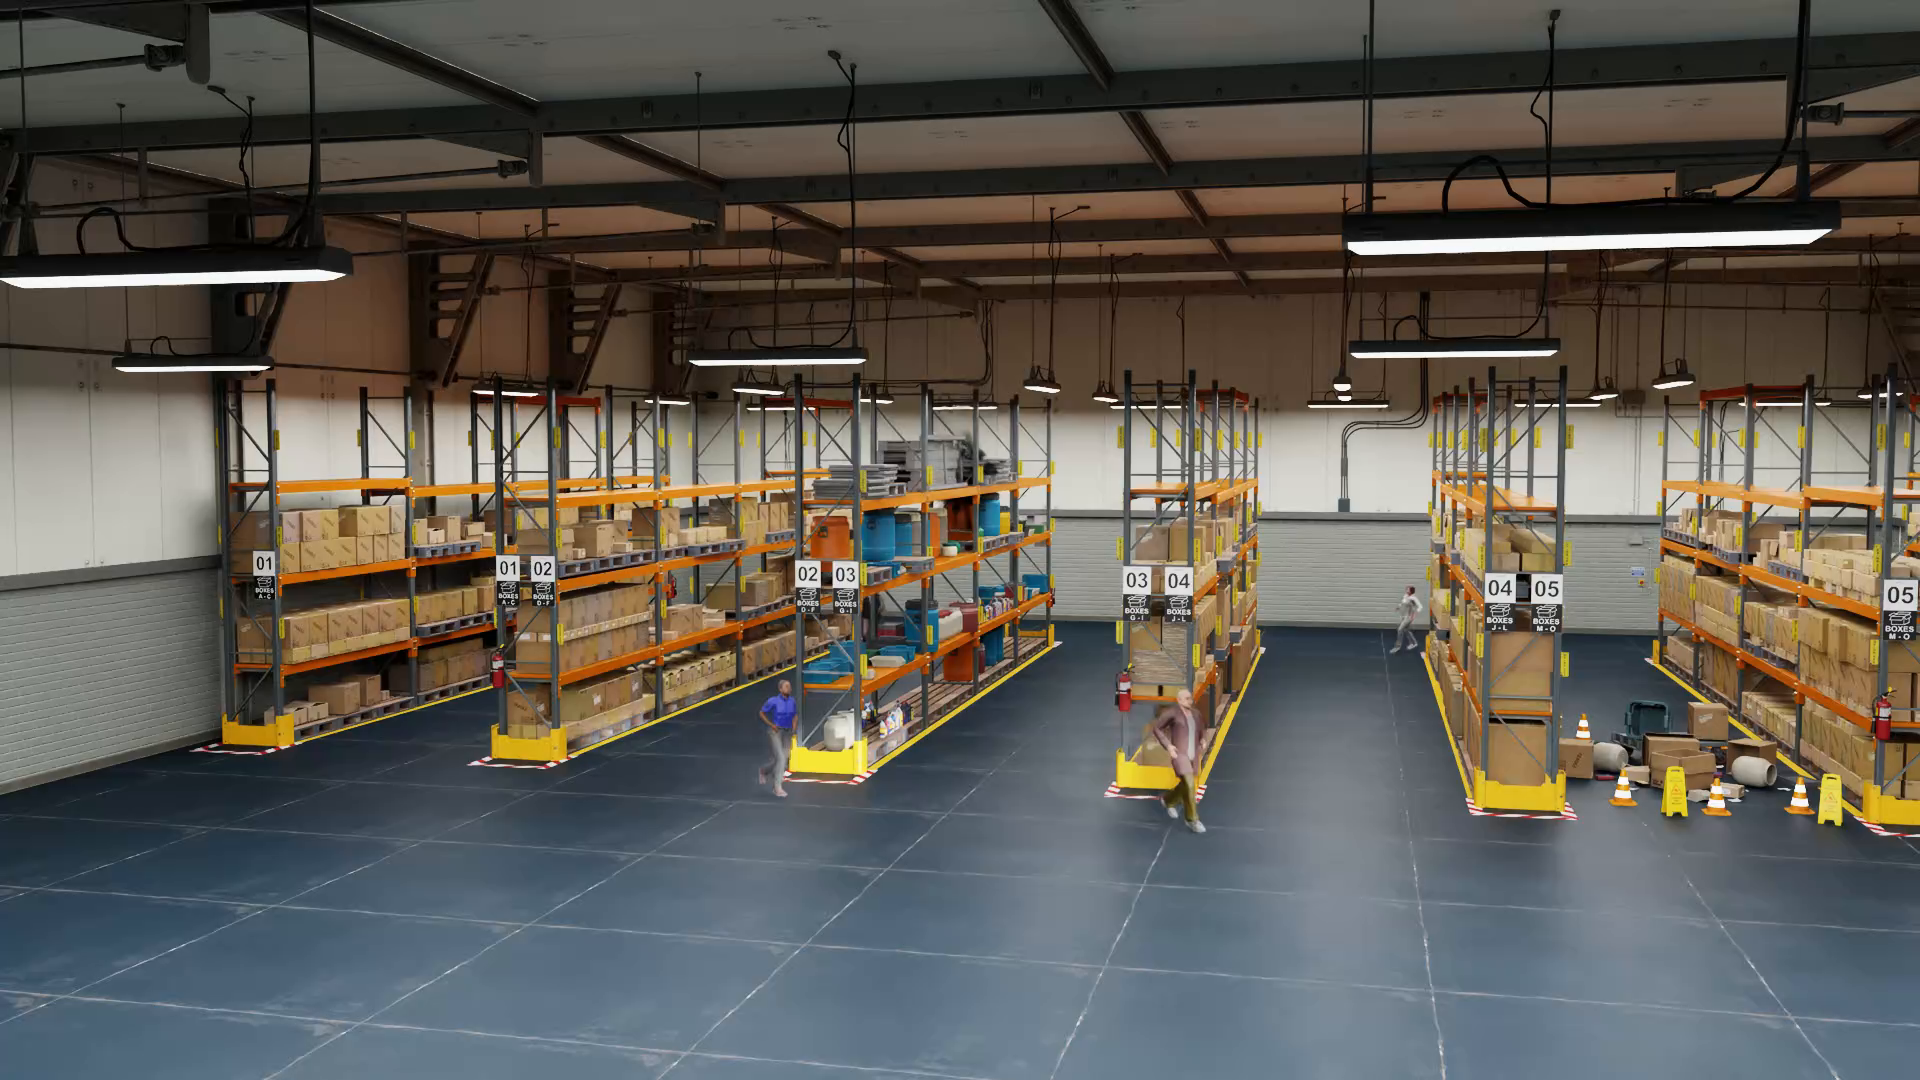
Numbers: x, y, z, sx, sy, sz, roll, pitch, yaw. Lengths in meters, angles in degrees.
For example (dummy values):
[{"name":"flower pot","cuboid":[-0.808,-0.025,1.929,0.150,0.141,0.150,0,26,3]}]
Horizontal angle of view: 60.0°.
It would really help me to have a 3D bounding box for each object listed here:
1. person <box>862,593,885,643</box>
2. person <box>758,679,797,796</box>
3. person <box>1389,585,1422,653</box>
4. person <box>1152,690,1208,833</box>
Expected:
[{"name":"person","cuboid":[-1.975,1.777,36.663,0.662,1.743,0.731,0,3,-1]},{"name":"person","cuboid":[-2.576,2.791,23.704,0.618,1.613,0.697,-3,5,-41]},{"name":"person","cuboid":[10.517,1.861,39.106,0.779,1.589,0.601,-1,4,-18]},{"name":"person","cuboid":[2.889,2.821,21.491,0.719,1.786,0.900,-2,4,-32]}]
